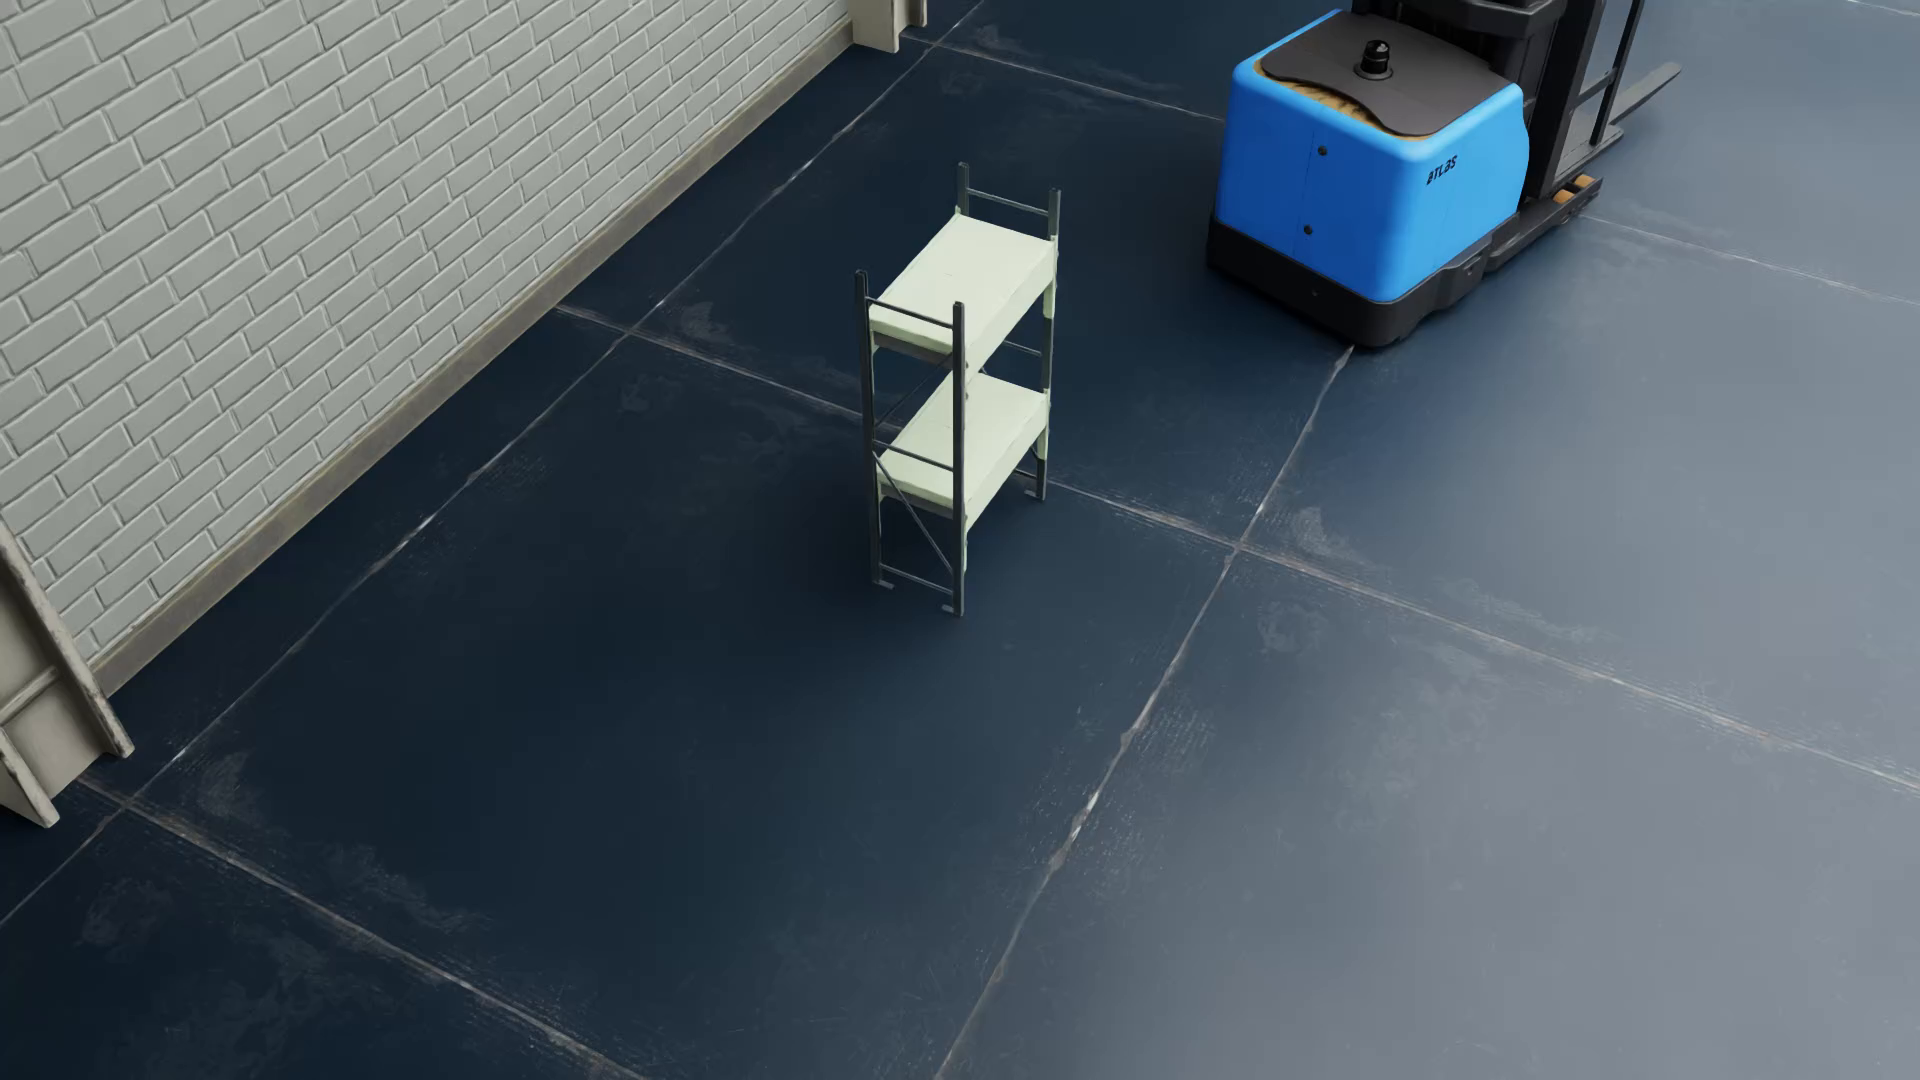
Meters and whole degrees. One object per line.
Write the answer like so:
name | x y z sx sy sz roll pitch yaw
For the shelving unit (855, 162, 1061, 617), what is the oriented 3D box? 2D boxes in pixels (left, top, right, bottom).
shelving unit | 0.003 -0.531 6.221 0.431 1.500 0.755 20 49 19

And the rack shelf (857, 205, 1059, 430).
rack shelf | 0.003 -0.806 5.943 0.431 0.370 0.720 20 49 19

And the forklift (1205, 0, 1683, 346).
forklift | 2.585 -2.844 7.500 3.031 2.935 1.130 -35 55 -30

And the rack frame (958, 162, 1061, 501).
rack frame | 0.173 -0.762 6.449 0.400 1.500 0.023 20 49 19

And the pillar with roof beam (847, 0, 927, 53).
pillar with roof beam | 3.394 -4.696 5.064 9.100 9.000 0.400 20 49 19

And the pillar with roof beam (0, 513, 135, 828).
pillar with roof beam | 0.609 -0.916 1.328 9.100 9.000 0.400 20 49 19

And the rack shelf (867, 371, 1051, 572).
rack shelf | 0.003 -0.302 6.453 0.431 0.370 0.720 20 49 19

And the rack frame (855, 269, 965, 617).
rack frame | -0.167 -0.301 5.993 0.400 1.500 0.023 20 49 19
